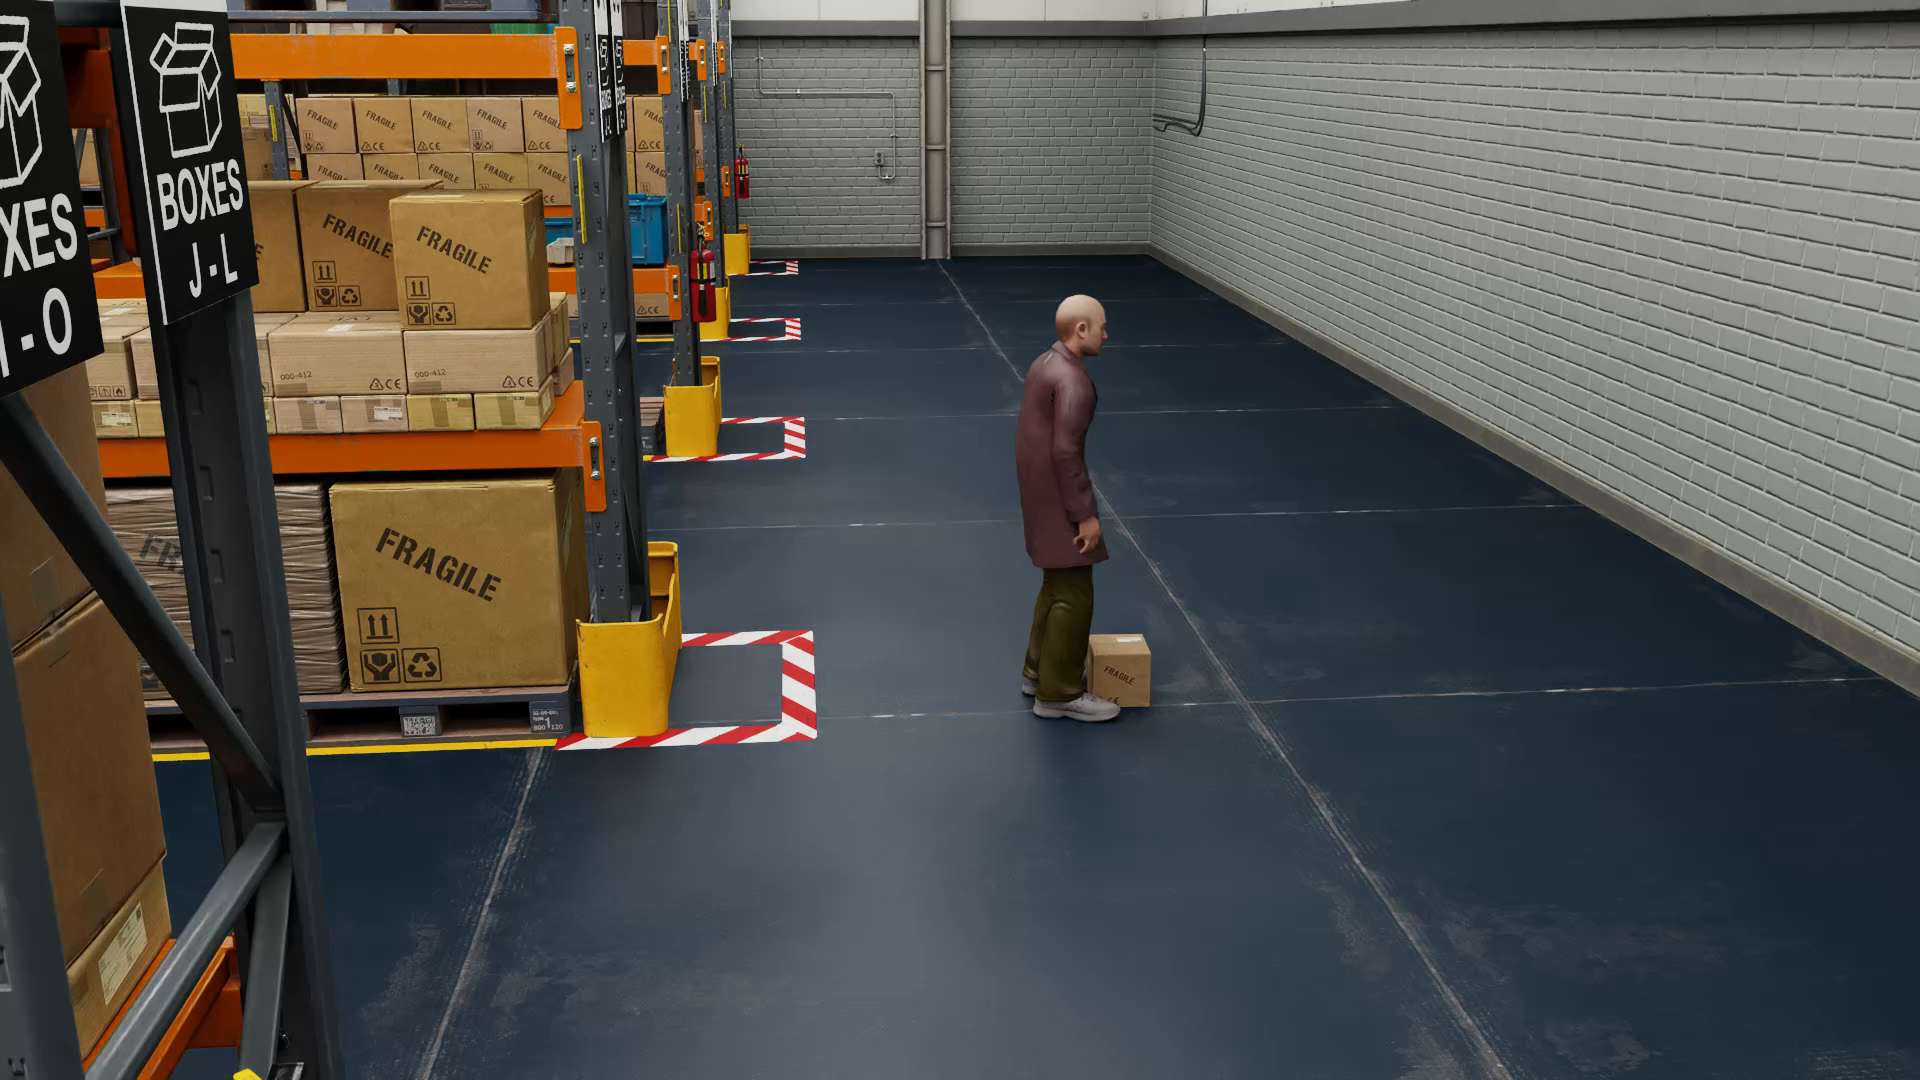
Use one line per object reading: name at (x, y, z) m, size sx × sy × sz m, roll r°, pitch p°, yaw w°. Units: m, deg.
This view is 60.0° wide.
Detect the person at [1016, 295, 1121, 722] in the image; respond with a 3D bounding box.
person at (0.447, -0.150, 7.071) m, size 0.415 × 1.774 × 0.655 m, roll -2°, pitch 17°, yaw -7°
